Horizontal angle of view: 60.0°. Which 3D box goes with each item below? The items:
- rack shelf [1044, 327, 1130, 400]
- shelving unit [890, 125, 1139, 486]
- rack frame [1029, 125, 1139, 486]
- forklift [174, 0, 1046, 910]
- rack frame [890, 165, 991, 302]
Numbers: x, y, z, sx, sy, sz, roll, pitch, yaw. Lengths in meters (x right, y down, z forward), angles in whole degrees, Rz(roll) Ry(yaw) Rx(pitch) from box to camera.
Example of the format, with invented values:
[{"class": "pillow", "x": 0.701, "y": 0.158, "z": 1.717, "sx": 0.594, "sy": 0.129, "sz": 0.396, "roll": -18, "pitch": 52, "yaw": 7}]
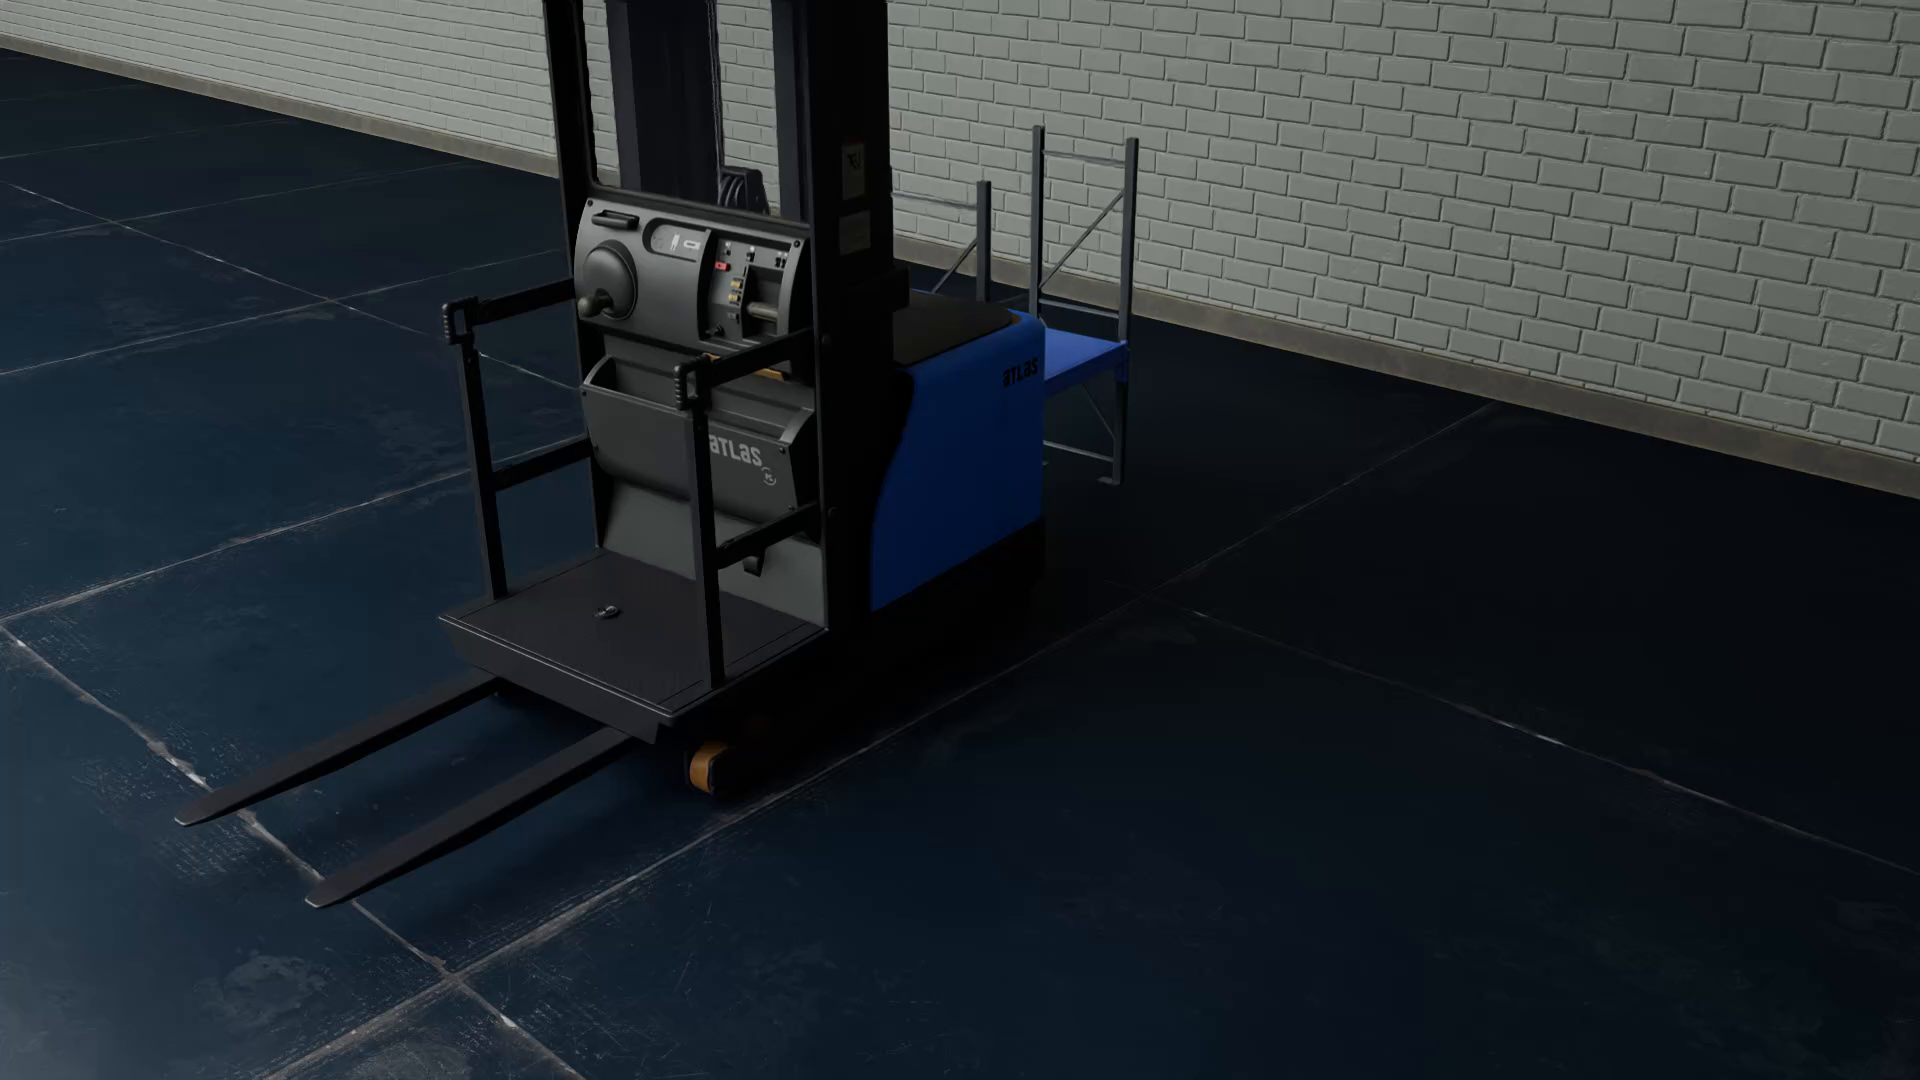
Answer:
[{"class": "rack shelf", "x": 0.207, "y": -0.658, "z": 6.823, "sx": 0.538, "sy": 0.185, "sz": 1.000, "roll": 17, "pitch": 29, "yaw": 33}, {"class": "shelving unit", "x": 0.207, "y": -0.822, "z": 6.749, "sx": 0.538, "sy": 1.500, "sz": 1.048, "roll": 17, "pitch": 29, "yaw": 33}, {"class": "rack frame", "x": 0.511, "y": -0.988, "z": 7.121, "sx": 0.500, "sy": 1.500, "sz": 0.032, "roll": 17, "pitch": 29, "yaw": 33}, {"class": "forklift", "x": -0.965, "y": -0.791, "z": 4.932, "sx": 1.130, "sy": 2.935, "sz": 3.031, "roll": 17, "pitch": 29, "yaw": 33}, {"class": "rack frame", "x": -0.097, "y": -0.655, "z": 6.378, "sx": 0.500, "sy": 1.500, "sz": 0.032, "roll": 17, "pitch": 29, "yaw": 33}]
